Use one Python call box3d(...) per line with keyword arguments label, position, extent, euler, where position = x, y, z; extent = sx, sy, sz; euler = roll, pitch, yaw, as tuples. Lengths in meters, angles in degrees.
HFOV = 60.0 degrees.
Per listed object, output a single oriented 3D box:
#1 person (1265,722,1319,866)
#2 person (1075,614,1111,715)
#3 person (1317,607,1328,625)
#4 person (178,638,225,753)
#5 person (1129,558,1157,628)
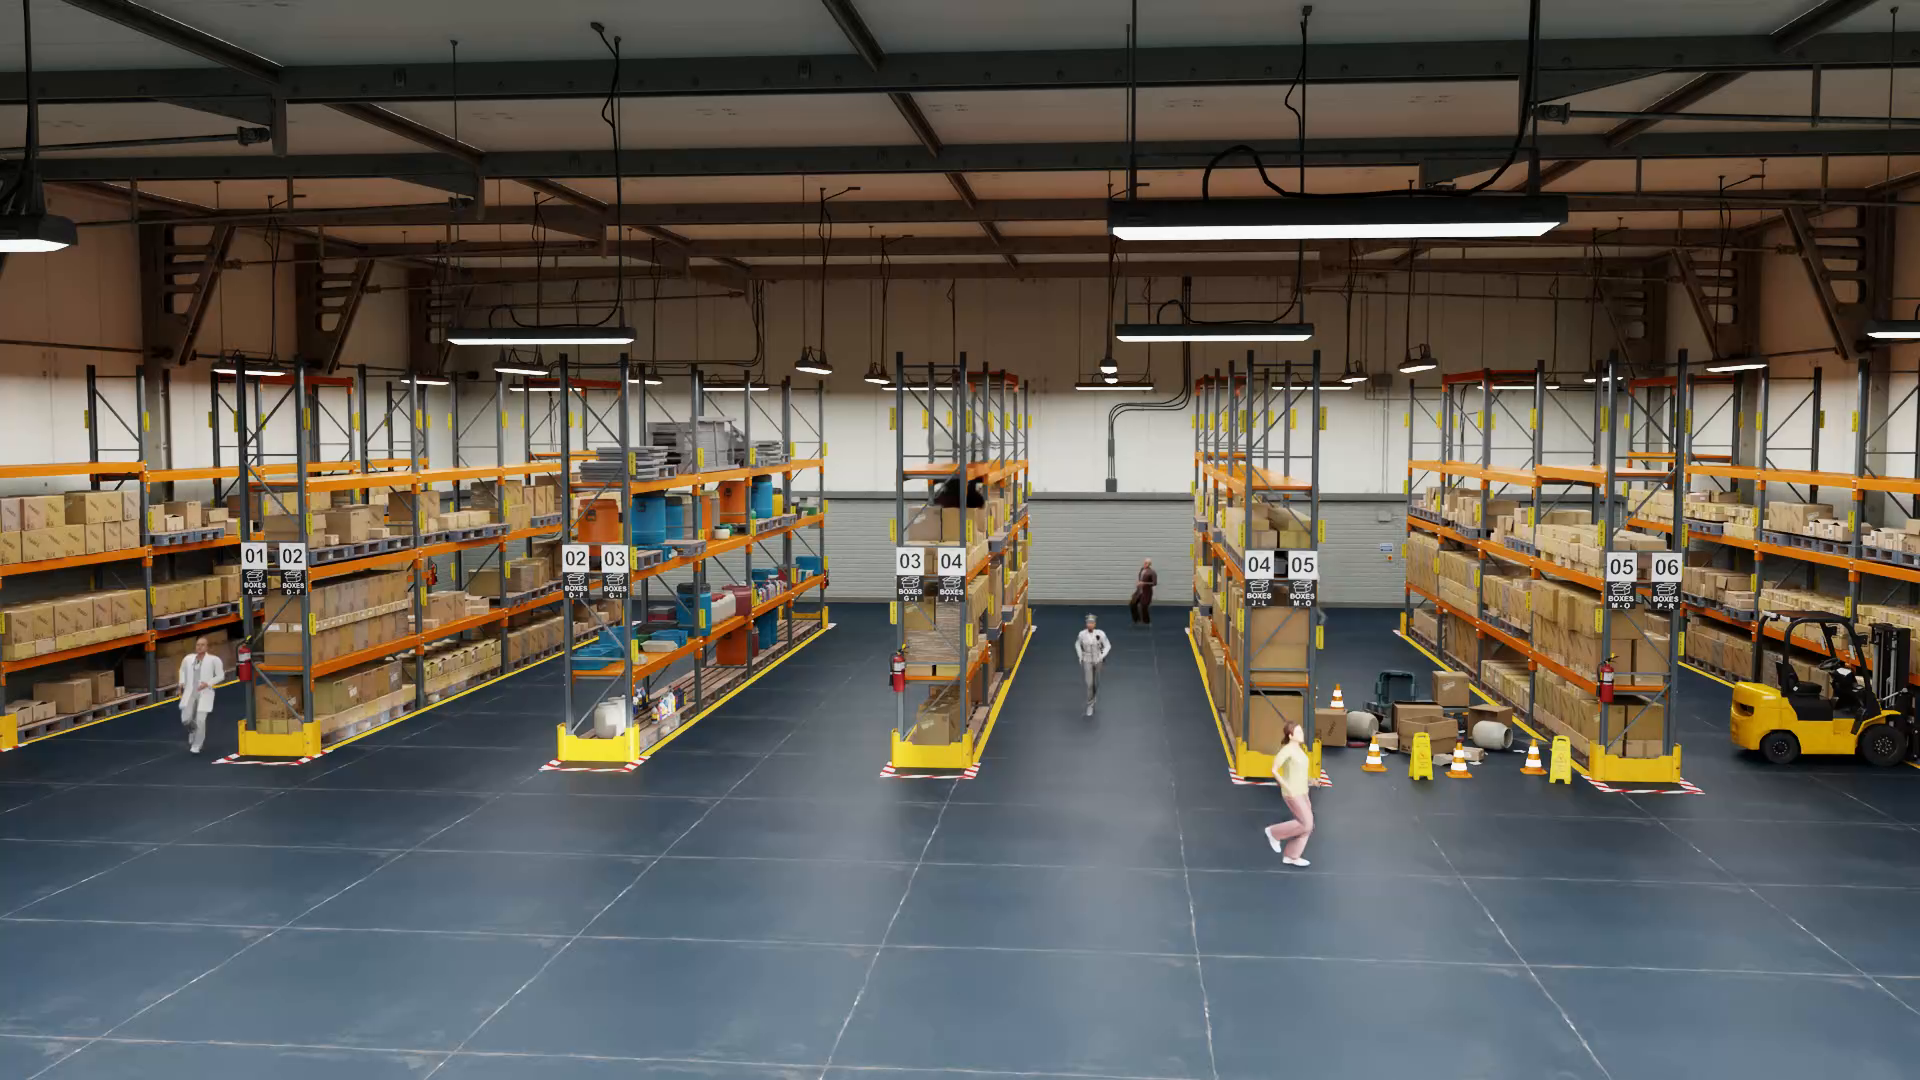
box3d(label="person", position=(3.762, 2.863, 18.790), extent=(0.558, 1.612, 0.580), euler=(3, 5, 35))
box3d(label="person", position=(2.298, 2.126, 28.752), extent=(0.615, 1.703, 0.793), euler=(0, 4, 4))
box3d(label="person", position=(8.493, 1.258, 40.502), extent=(0.940, 1.682, 0.611), euler=(0, 4, 4))
box3d(label="person", position=(-11.526, 2.347, 25.226), extent=(0.692, 1.716, 0.605), euler=(-1, 4, -9))
box3d(label="person", position=(4.466, 1.297, 40.224), extent=(0.743, 1.744, 0.816), euler=(-3, 5, -40))
